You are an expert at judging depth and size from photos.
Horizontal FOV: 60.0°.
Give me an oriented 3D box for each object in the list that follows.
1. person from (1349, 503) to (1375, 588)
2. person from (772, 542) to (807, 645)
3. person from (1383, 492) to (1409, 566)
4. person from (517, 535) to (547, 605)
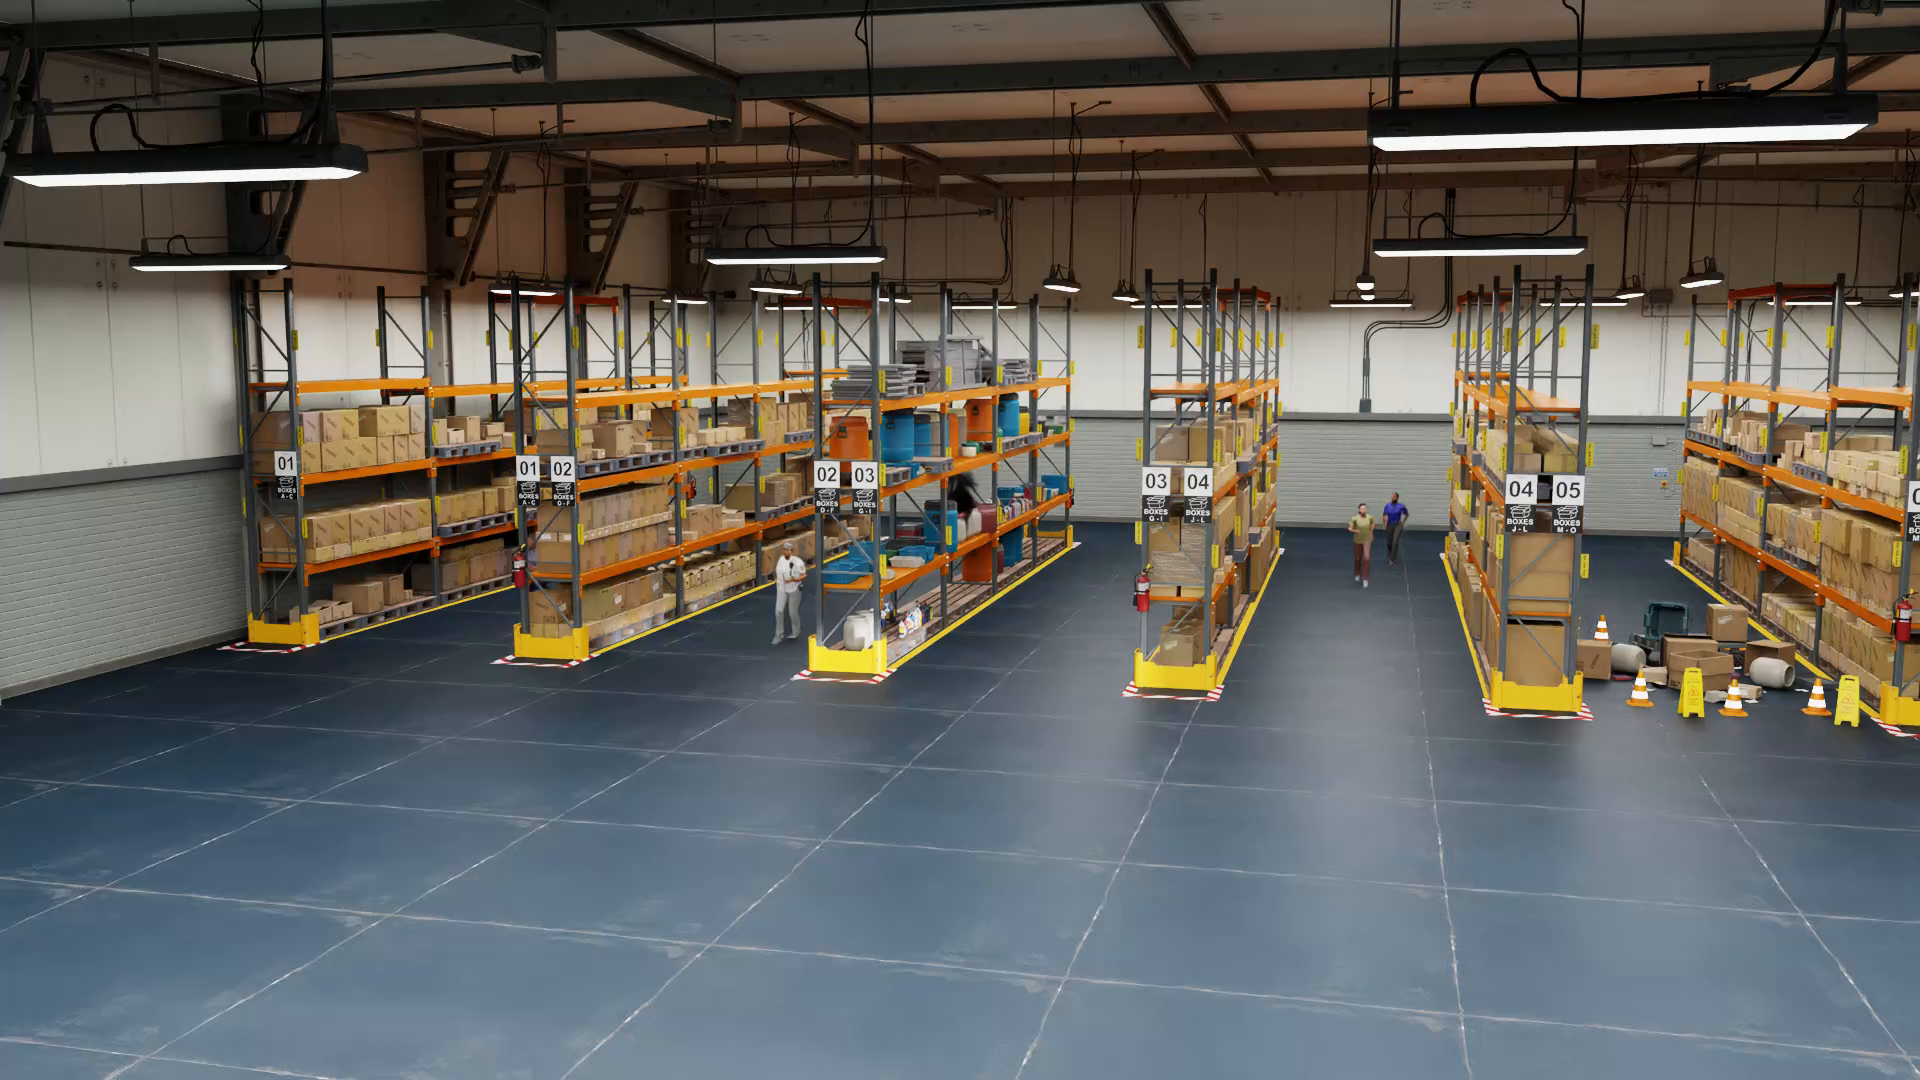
[{"bbox_3d":[8.240,0.075,34.153,0.529,1.696,0.887,1,7,12],"label":"person"},{"bbox_3d":[-2.800,0.875,27.659,0.596,1.675,0.728,2,7,17],"label":"person"},{"bbox_3d":[9.785,-0.264,37.361,0.583,1.641,0.684,3,8,26],"label":"person"},{"bbox_3d":[-7.435,0.727,29.008,0.630,1.632,0.795,2,7,17],"label":"person"}]
